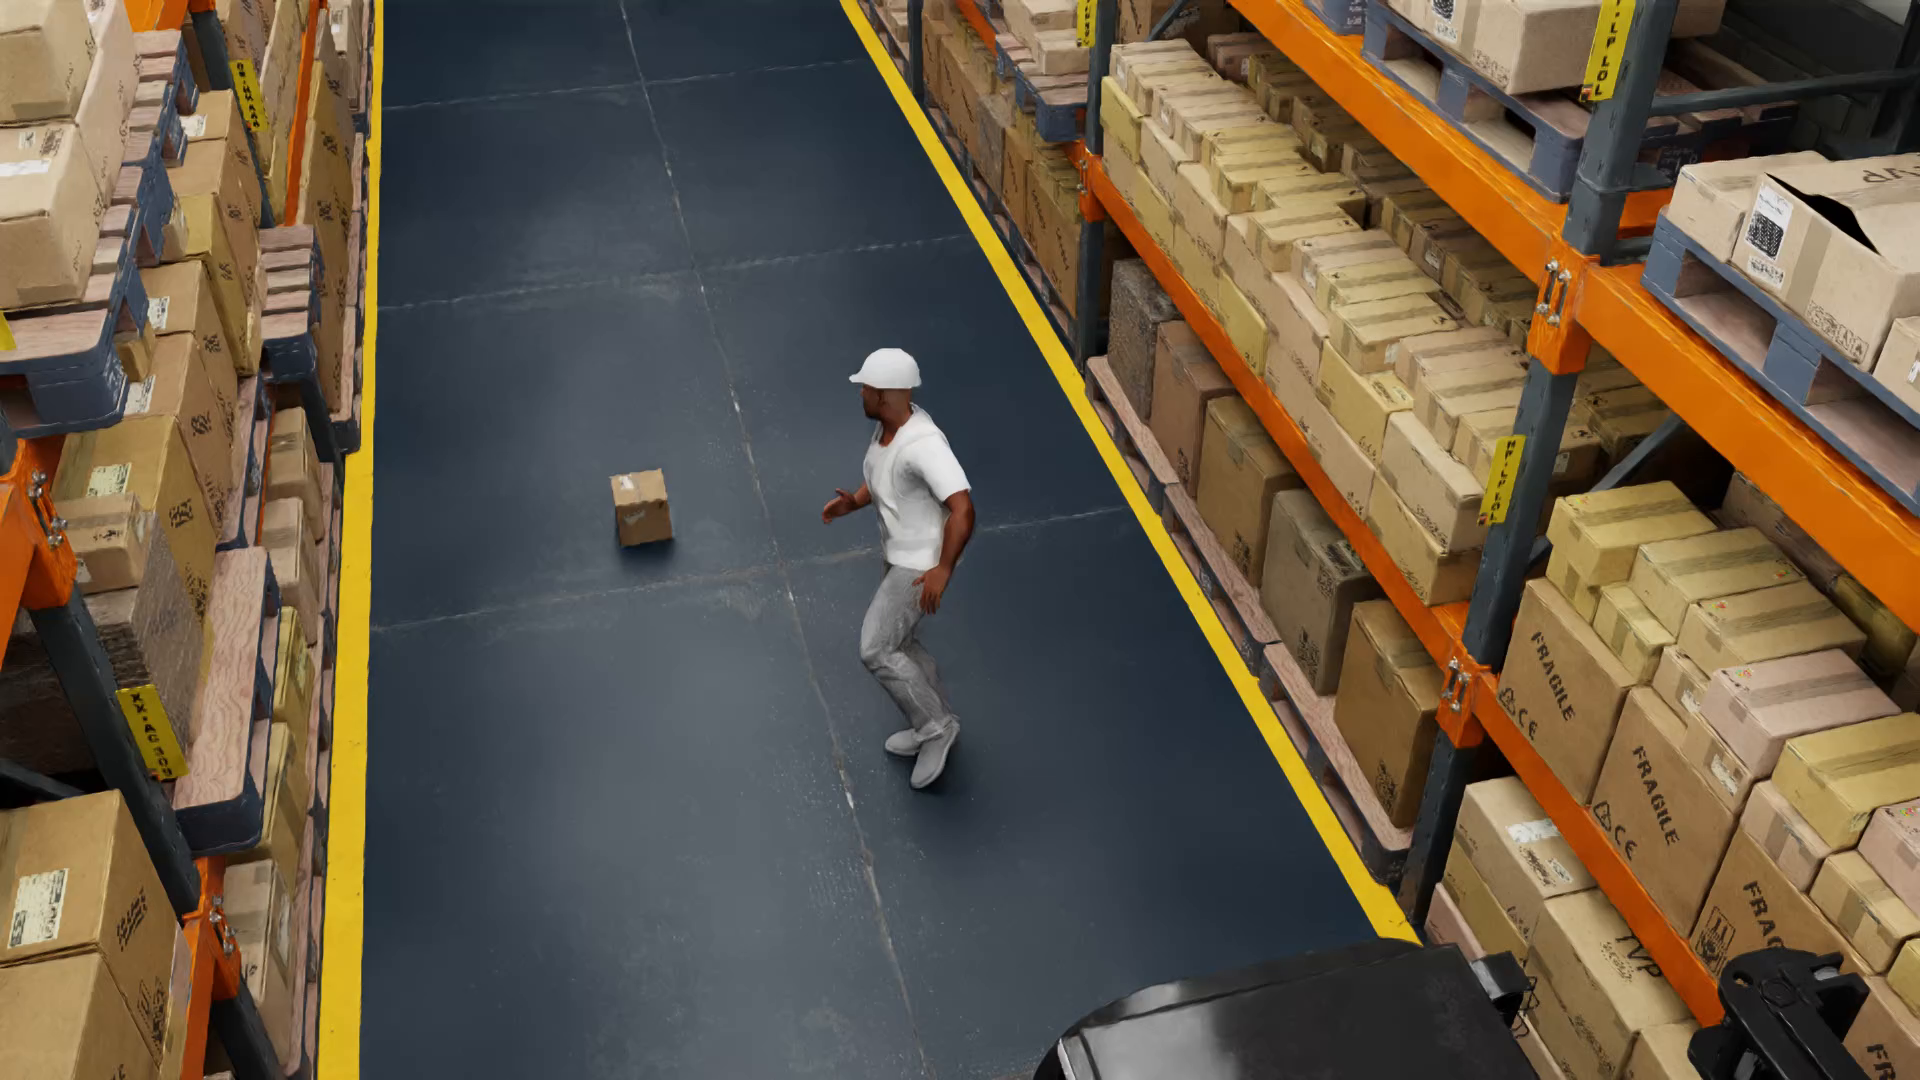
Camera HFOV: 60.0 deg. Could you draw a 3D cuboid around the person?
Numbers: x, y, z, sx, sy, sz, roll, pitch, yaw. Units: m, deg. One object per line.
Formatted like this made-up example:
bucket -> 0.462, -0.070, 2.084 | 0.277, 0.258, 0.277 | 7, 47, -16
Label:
person -> -0.251, 0.106, 6.657 | 0.554, 1.648, 0.953 | -9, 39, -11
